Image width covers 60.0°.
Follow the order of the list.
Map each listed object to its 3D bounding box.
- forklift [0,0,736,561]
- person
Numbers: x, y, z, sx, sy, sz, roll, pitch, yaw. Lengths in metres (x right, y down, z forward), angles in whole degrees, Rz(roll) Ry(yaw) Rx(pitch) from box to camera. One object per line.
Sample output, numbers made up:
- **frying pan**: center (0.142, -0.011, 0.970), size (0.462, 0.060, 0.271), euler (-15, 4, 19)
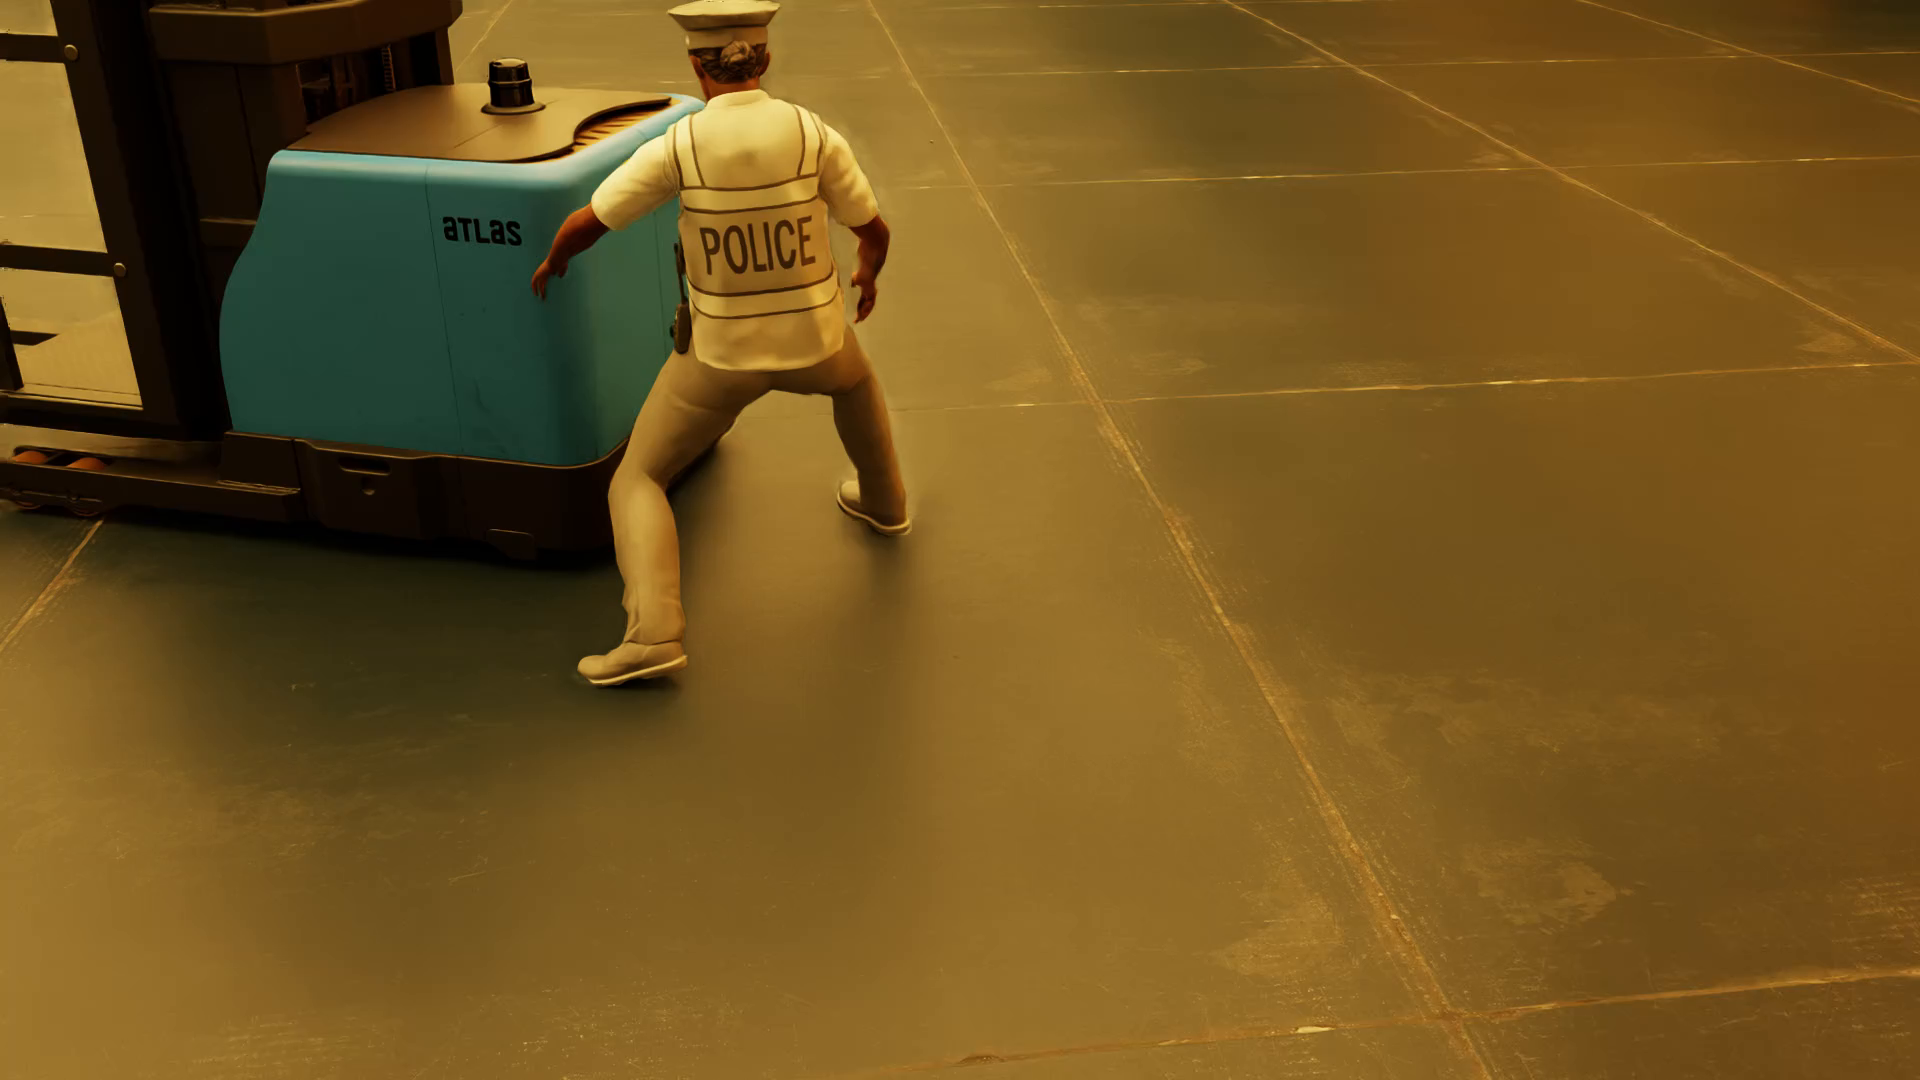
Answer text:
- **forklift**: center (-2.277, -1.600, 4.549), size (3.031, 2.935, 1.130), euler (6, 26, 13)
- **person**: center (-0.536, -0.519, 3.997), size (0.936, 1.525, 0.865), euler (-7, 27, -14)
